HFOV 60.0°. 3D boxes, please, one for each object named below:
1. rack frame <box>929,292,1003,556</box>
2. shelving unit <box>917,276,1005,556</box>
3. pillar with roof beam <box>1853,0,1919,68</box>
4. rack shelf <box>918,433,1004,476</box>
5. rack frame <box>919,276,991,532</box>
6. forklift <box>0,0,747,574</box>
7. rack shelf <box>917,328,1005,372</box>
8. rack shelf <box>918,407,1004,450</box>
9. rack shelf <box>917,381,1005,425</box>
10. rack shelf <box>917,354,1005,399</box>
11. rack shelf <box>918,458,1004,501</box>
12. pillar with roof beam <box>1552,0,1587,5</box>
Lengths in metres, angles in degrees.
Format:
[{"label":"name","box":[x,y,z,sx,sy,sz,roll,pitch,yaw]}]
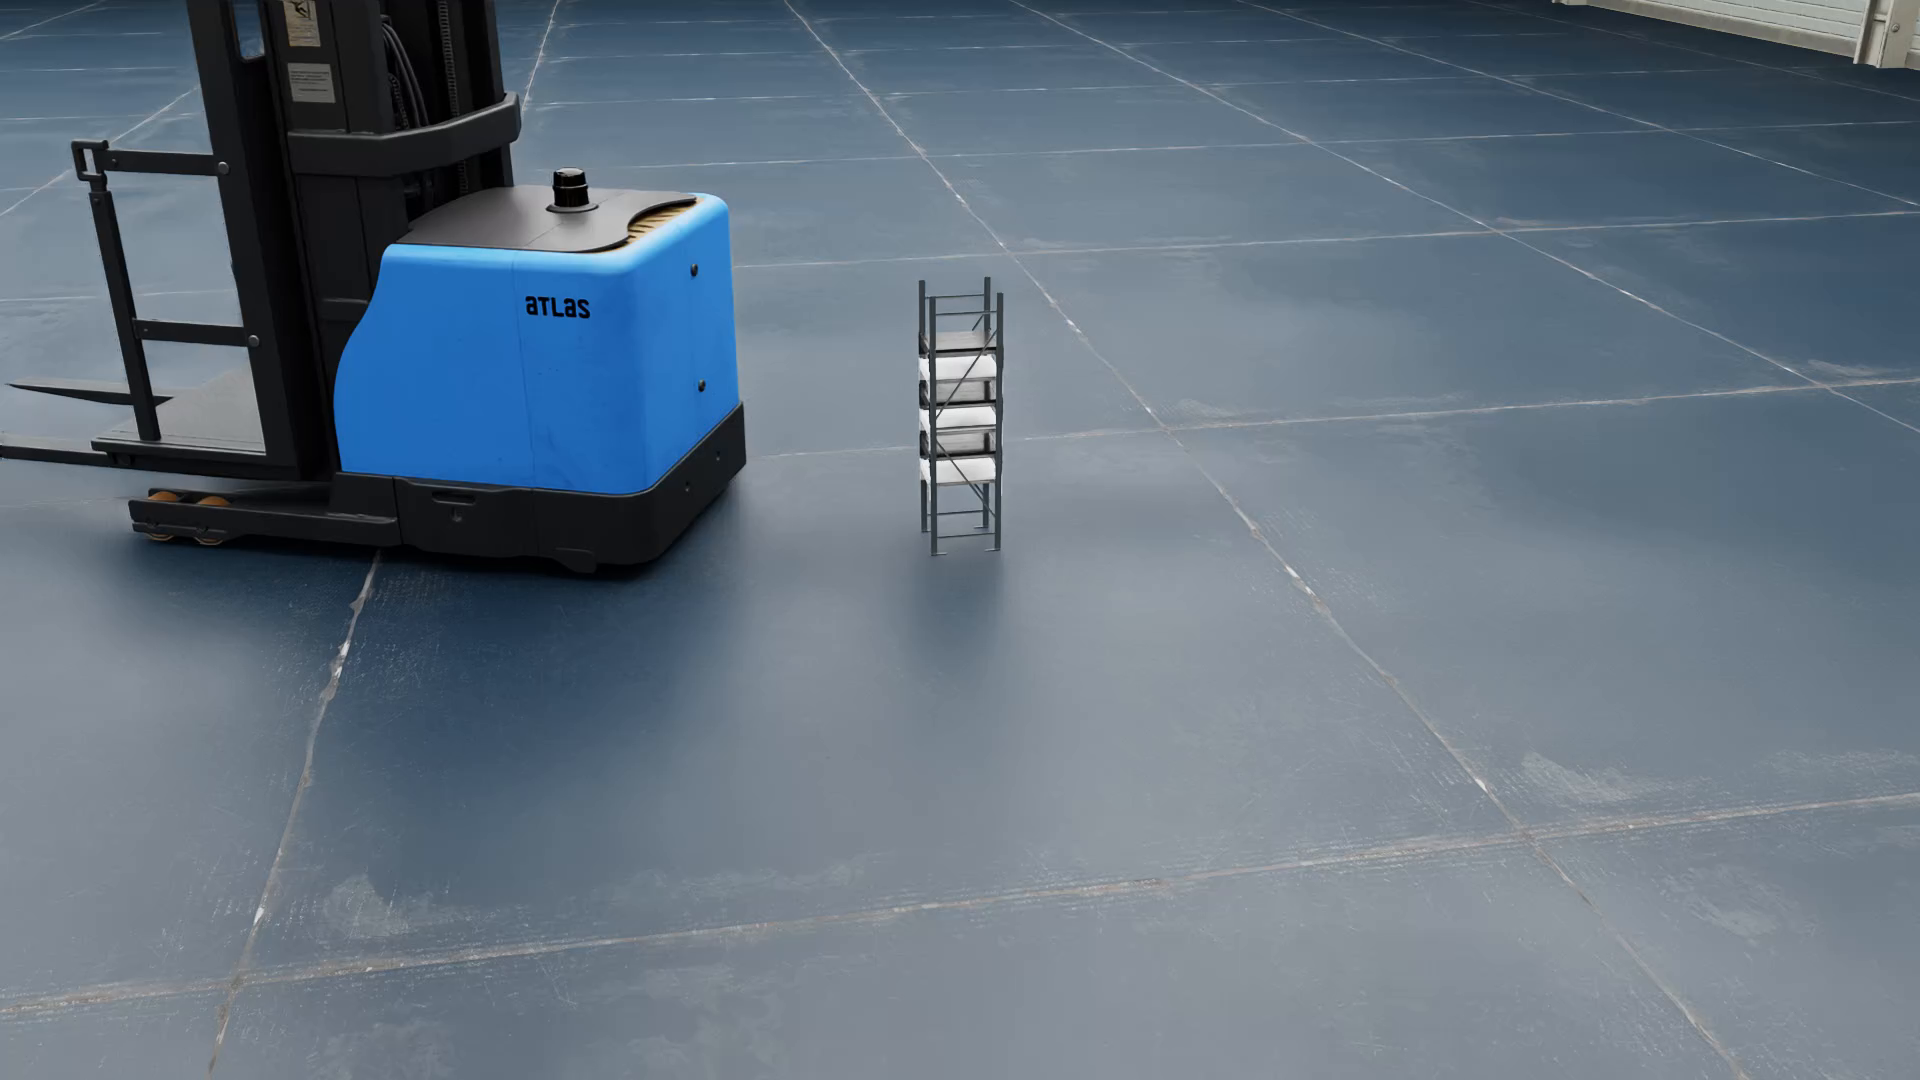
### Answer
[{"label":"rack frame","box":[0.020,-0.369,5.471,0.240,0.900,0.006,-4,24,-10]},{"label":"shelving unit","box":[0.001,-0.409,5.563,0.258,0.900,0.210,-4,24,-10]},{"label":"pillar with roof beam","box":[4.955,-8.548,14.079,9.100,9.000,0.400,-4,24,-10]},{"label":"rack shelf","box":[0.001,-0.296,5.612,0.258,0.077,0.200,-4,24,-10]},{"label":"rack frame","box":[-0.017,-0.449,5.654,0.240,0.900,0.006,-4,24,-10]},{"label":"forklift","box":[-2.372,-1.523,5.575,3.031,2.935,1.130,5,24,11]},{"label":"rack shelf","box":[0.001,-0.626,5.468,0.258,0.077,0.200,-4,24,-10]},{"label":"rack shelf","box":[0.001,-0.379,5.576,0.258,0.077,0.200,-4,24,-10]},{"label":"rack shelf","box":[0.001,-0.461,5.540,0.258,0.077,0.200,-4,24,-10]},{"label":"rack shelf","box":[0.001,-0.544,5.504,0.258,0.077,0.200,-4,24,-10]},{"label":"rack shelf","box":[0.001,-0.214,5.648,0.258,0.077,0.200,-4,24,-10]},{"label":"pillar with roof beam","box":[3.846,-10.908,19.482,9.100,9.000,0.400,-4,24,-10]}]
